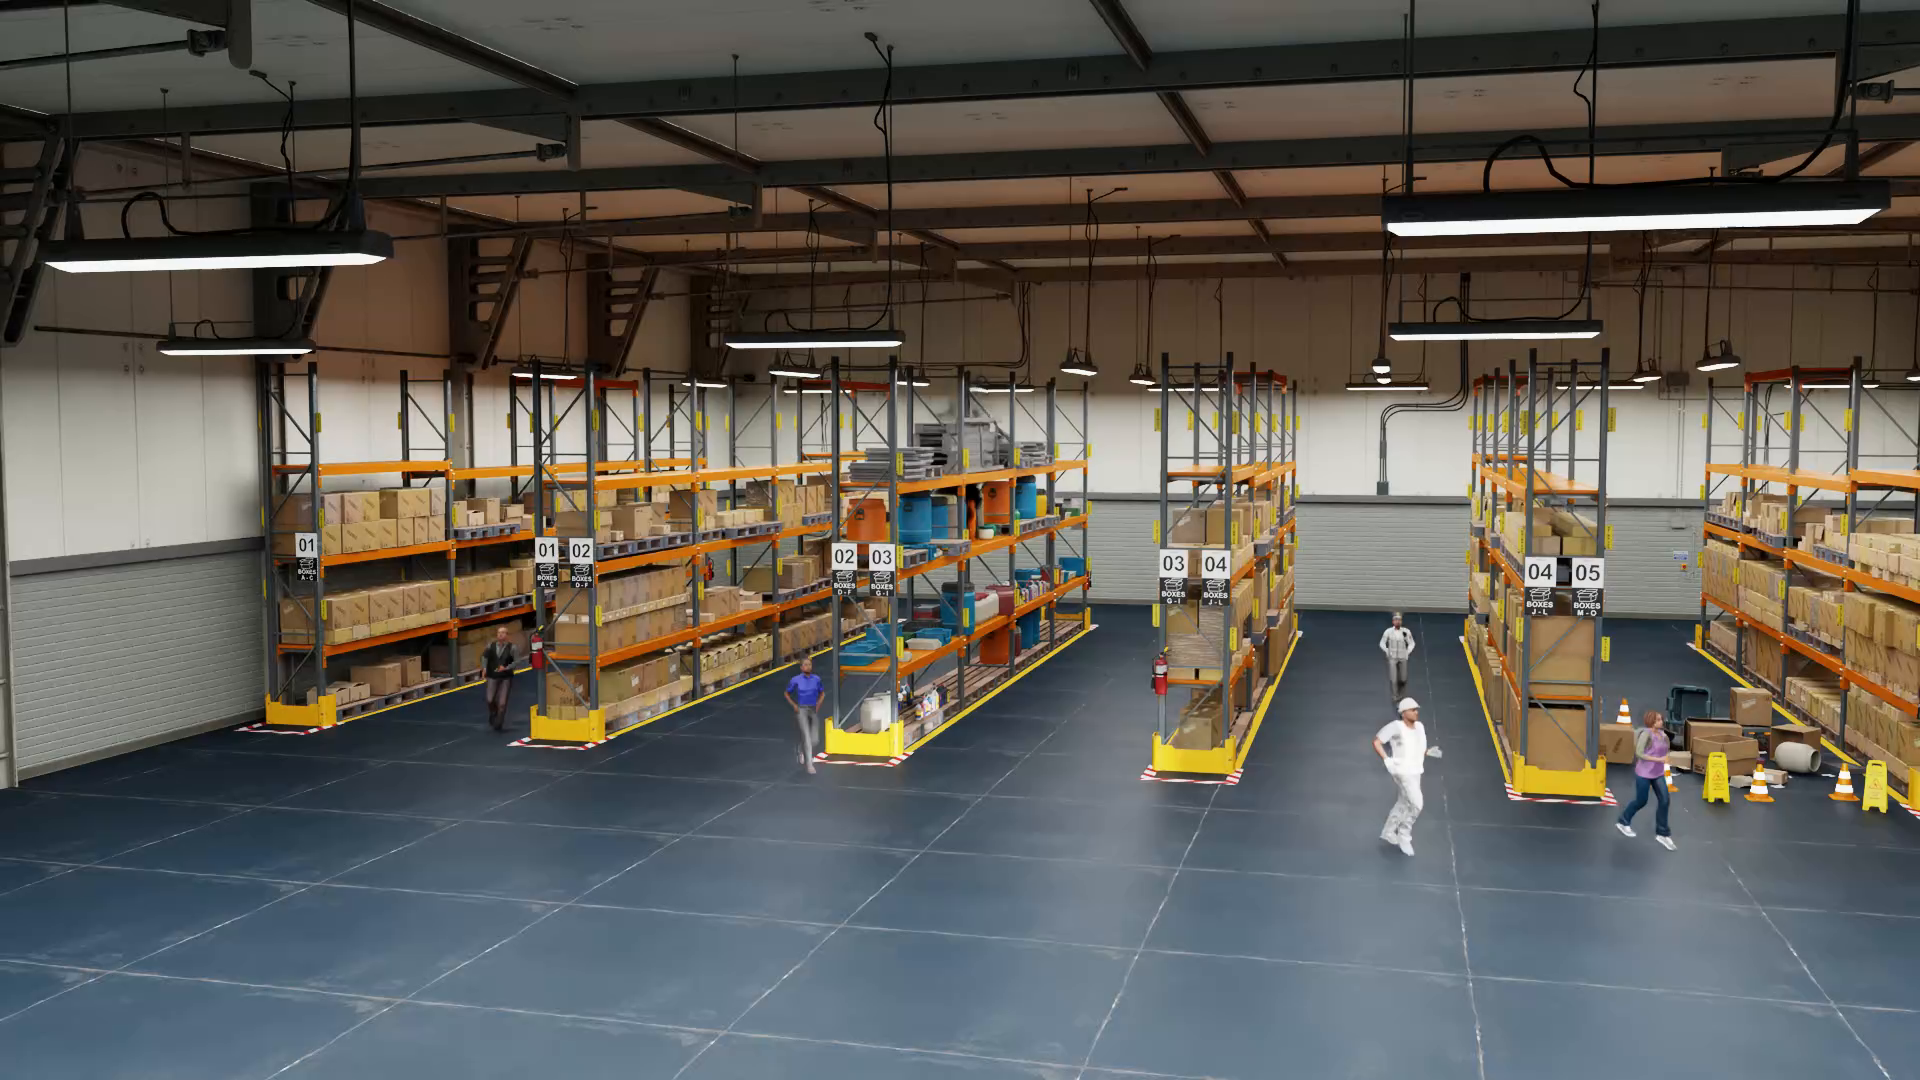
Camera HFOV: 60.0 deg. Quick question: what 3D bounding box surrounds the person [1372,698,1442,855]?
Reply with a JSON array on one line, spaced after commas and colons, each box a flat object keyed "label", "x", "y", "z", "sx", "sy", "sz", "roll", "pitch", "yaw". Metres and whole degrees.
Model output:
[{"label": "person", "x": 5.240, "y": 2.755, "z": 19.437, "sx": 0.652, "sy": 1.822, "sz": 0.746, "roll": -3, "pitch": 5, "yaw": -41}]

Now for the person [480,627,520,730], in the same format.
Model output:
[{"label": "person", "x": -7.491, "y": 2.258, "z": 27.080, "sx": 0.652, "sy": 1.665, "sz": 0.543, "roll": -1, "pitch": 4, "yaw": -11}]

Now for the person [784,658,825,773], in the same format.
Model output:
[{"label": "person", "x": -2.222, "y": 2.527, "z": 24.036, "sx": 0.601, "sy": 1.657, "sz": 0.656, "roll": -2, "pitch": 5, "yaw": -29}]

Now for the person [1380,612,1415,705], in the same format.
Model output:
[{"label": "person", "x": 7.770, "y": 2.098, "z": 29.552, "sx": 0.612, "sy": 1.648, "sz": 0.534, "roll": 1, "pitch": 4, "yaw": 11}]

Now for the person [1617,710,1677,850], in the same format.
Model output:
[{"label": "person", "x": 8.149, "y": 2.817, "z": 19.735, "sx": 0.528, "sy": 1.635, "sz": 0.746, "roll": -2, "pitch": 5, "yaw": -30}]
